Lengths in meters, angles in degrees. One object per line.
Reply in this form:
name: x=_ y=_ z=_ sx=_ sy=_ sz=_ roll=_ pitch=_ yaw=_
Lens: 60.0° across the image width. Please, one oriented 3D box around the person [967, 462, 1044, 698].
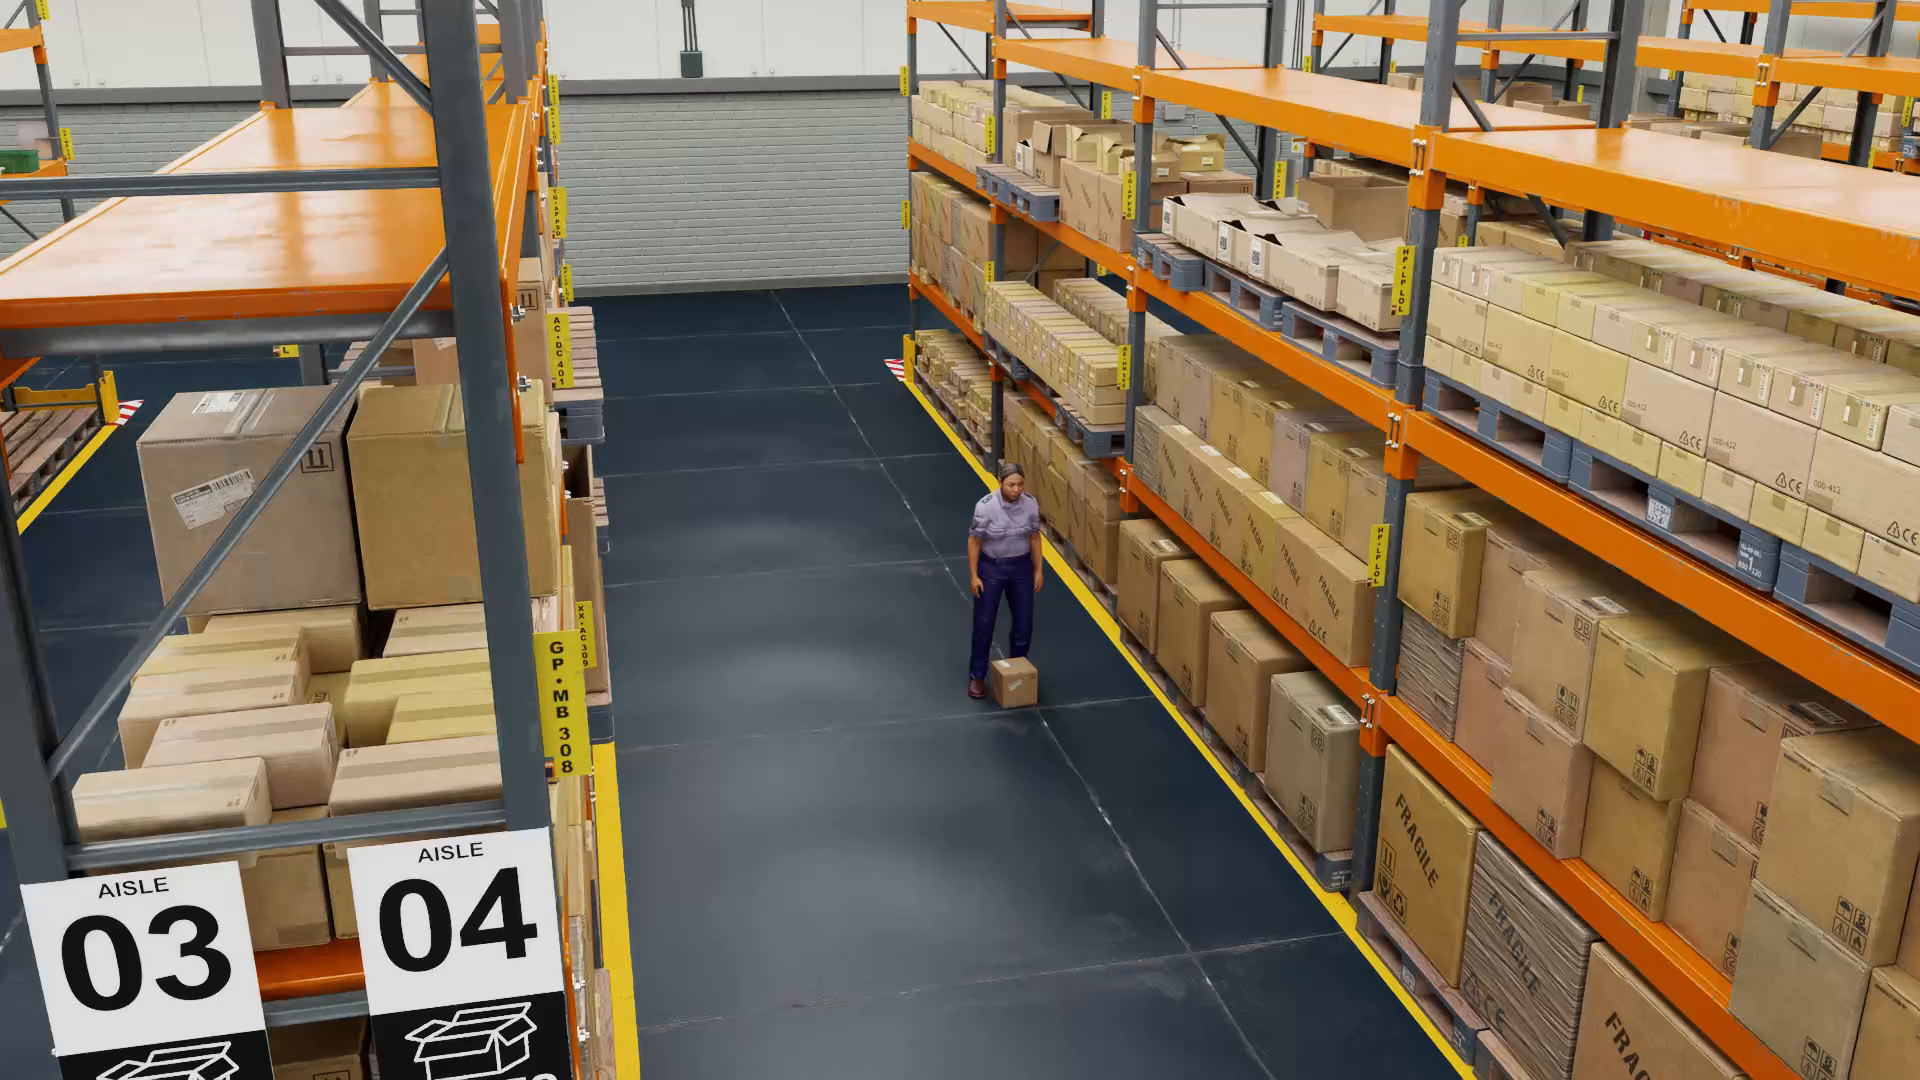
person: x=0.298 y=0.243 z=11.404 sx=0.562 sy=1.653 sz=0.363 roll=-6 pitch=20 yaw=-15
